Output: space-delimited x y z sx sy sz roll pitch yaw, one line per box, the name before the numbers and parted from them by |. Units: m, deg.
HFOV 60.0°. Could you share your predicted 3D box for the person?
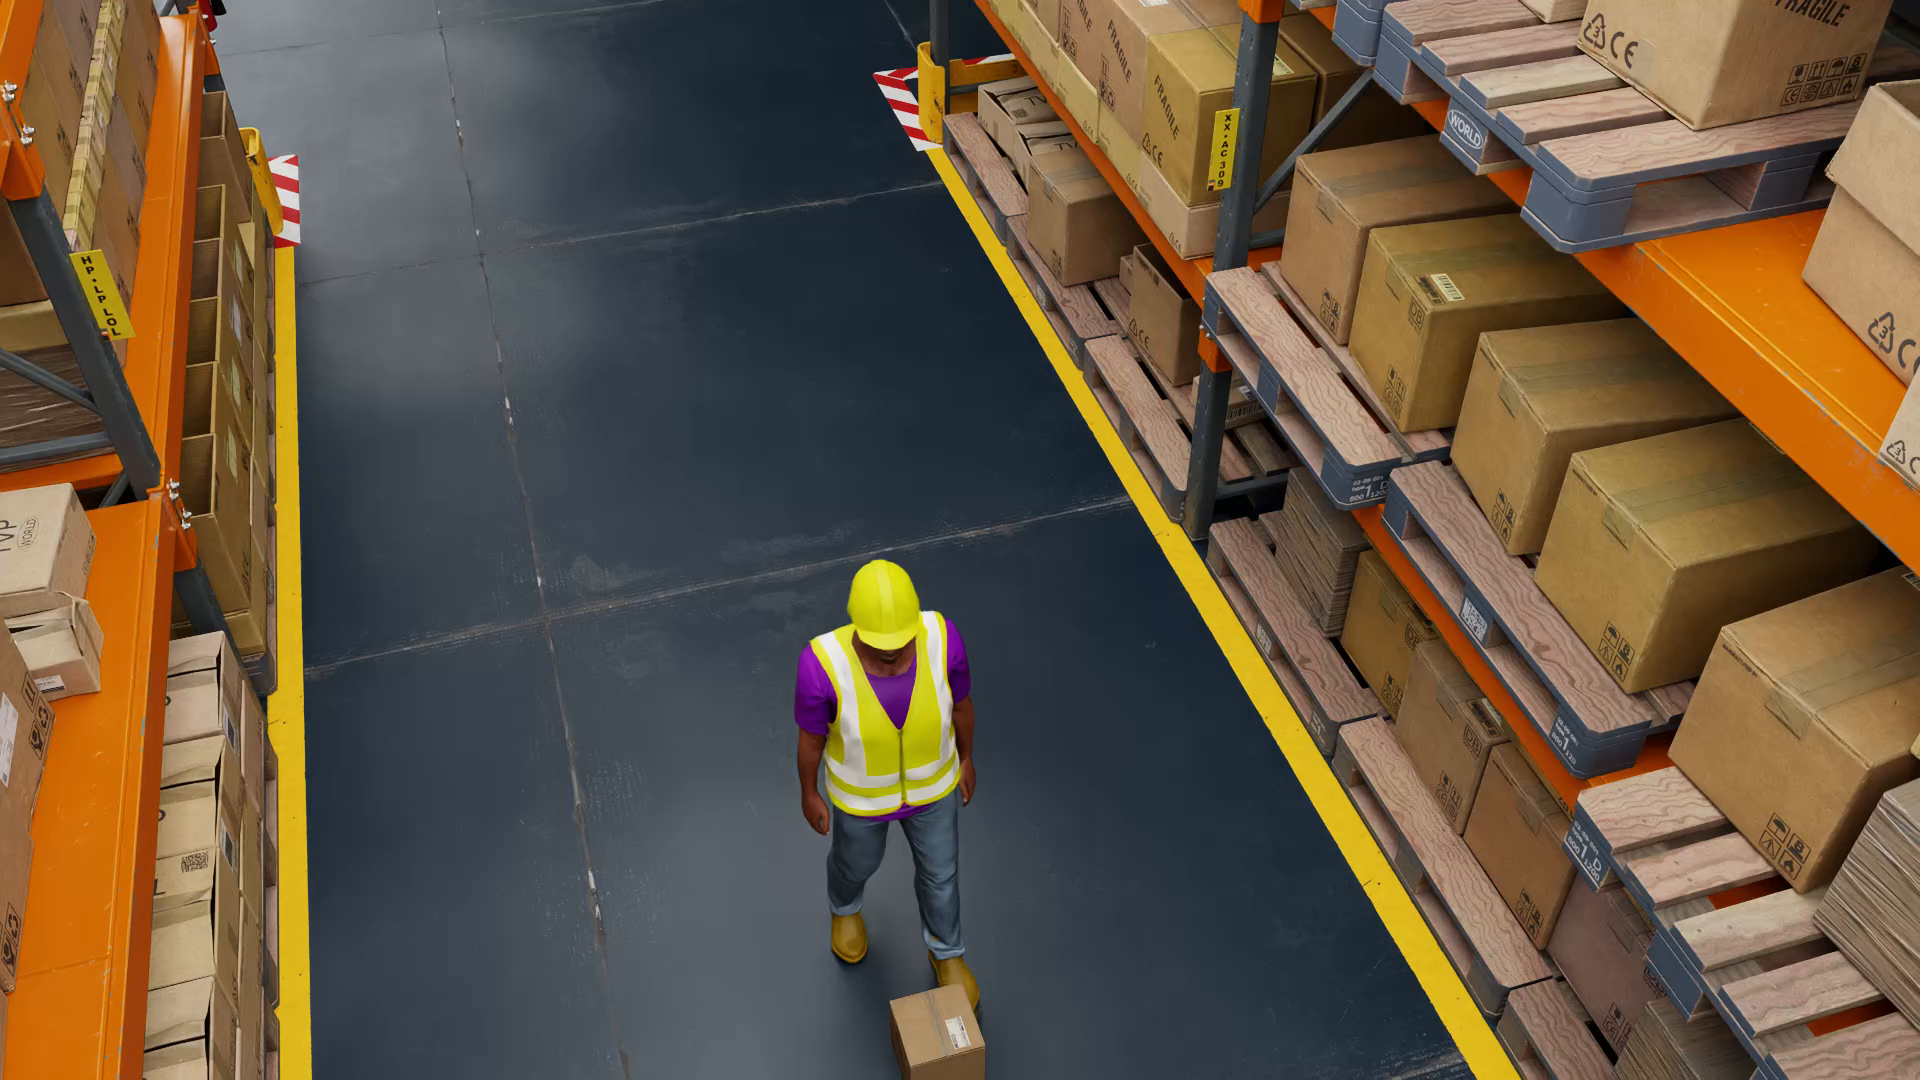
person | -0.202 0.797 5.253 0.576 1.768 0.620 -12 43 -13
